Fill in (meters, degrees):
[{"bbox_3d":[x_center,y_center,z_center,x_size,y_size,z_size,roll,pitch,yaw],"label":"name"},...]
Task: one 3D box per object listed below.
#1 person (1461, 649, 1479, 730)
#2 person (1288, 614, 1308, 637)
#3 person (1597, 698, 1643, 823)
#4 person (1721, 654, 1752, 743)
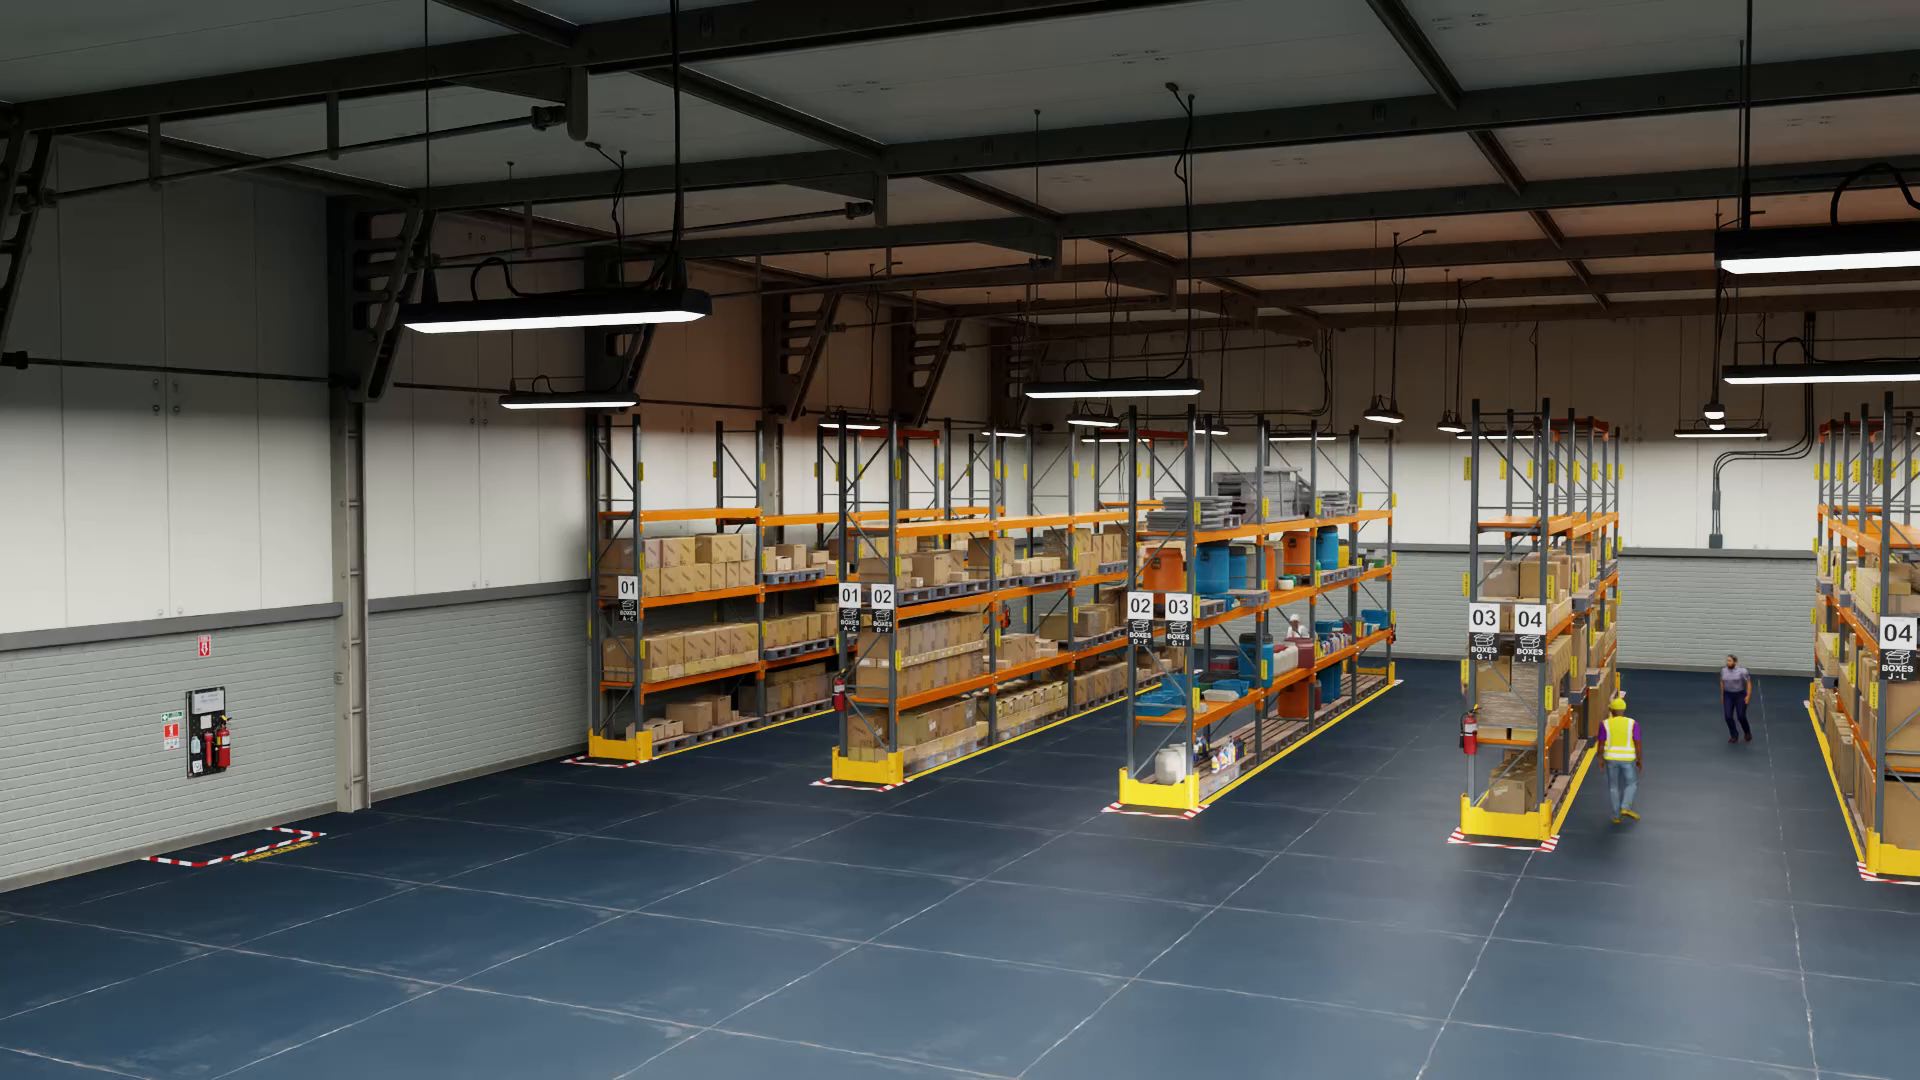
[{"bbox_3d":[9.800,2.850,31.815,0.461,1.633,0.906,2,3,34],"label":"person"},{"bbox_3d":[7.793,2.565,37.977,0.648,1.757,0.597,-2,3,-44],"label":"person"},{"bbox_3d":[9.388,3.151,23.676,0.602,1.759,0.534,1,3,29],"label":"person"},{"bbox_3d":[14.402,2.927,30.861,0.553,1.631,0.499,2,3,44],"label":"person"}]
